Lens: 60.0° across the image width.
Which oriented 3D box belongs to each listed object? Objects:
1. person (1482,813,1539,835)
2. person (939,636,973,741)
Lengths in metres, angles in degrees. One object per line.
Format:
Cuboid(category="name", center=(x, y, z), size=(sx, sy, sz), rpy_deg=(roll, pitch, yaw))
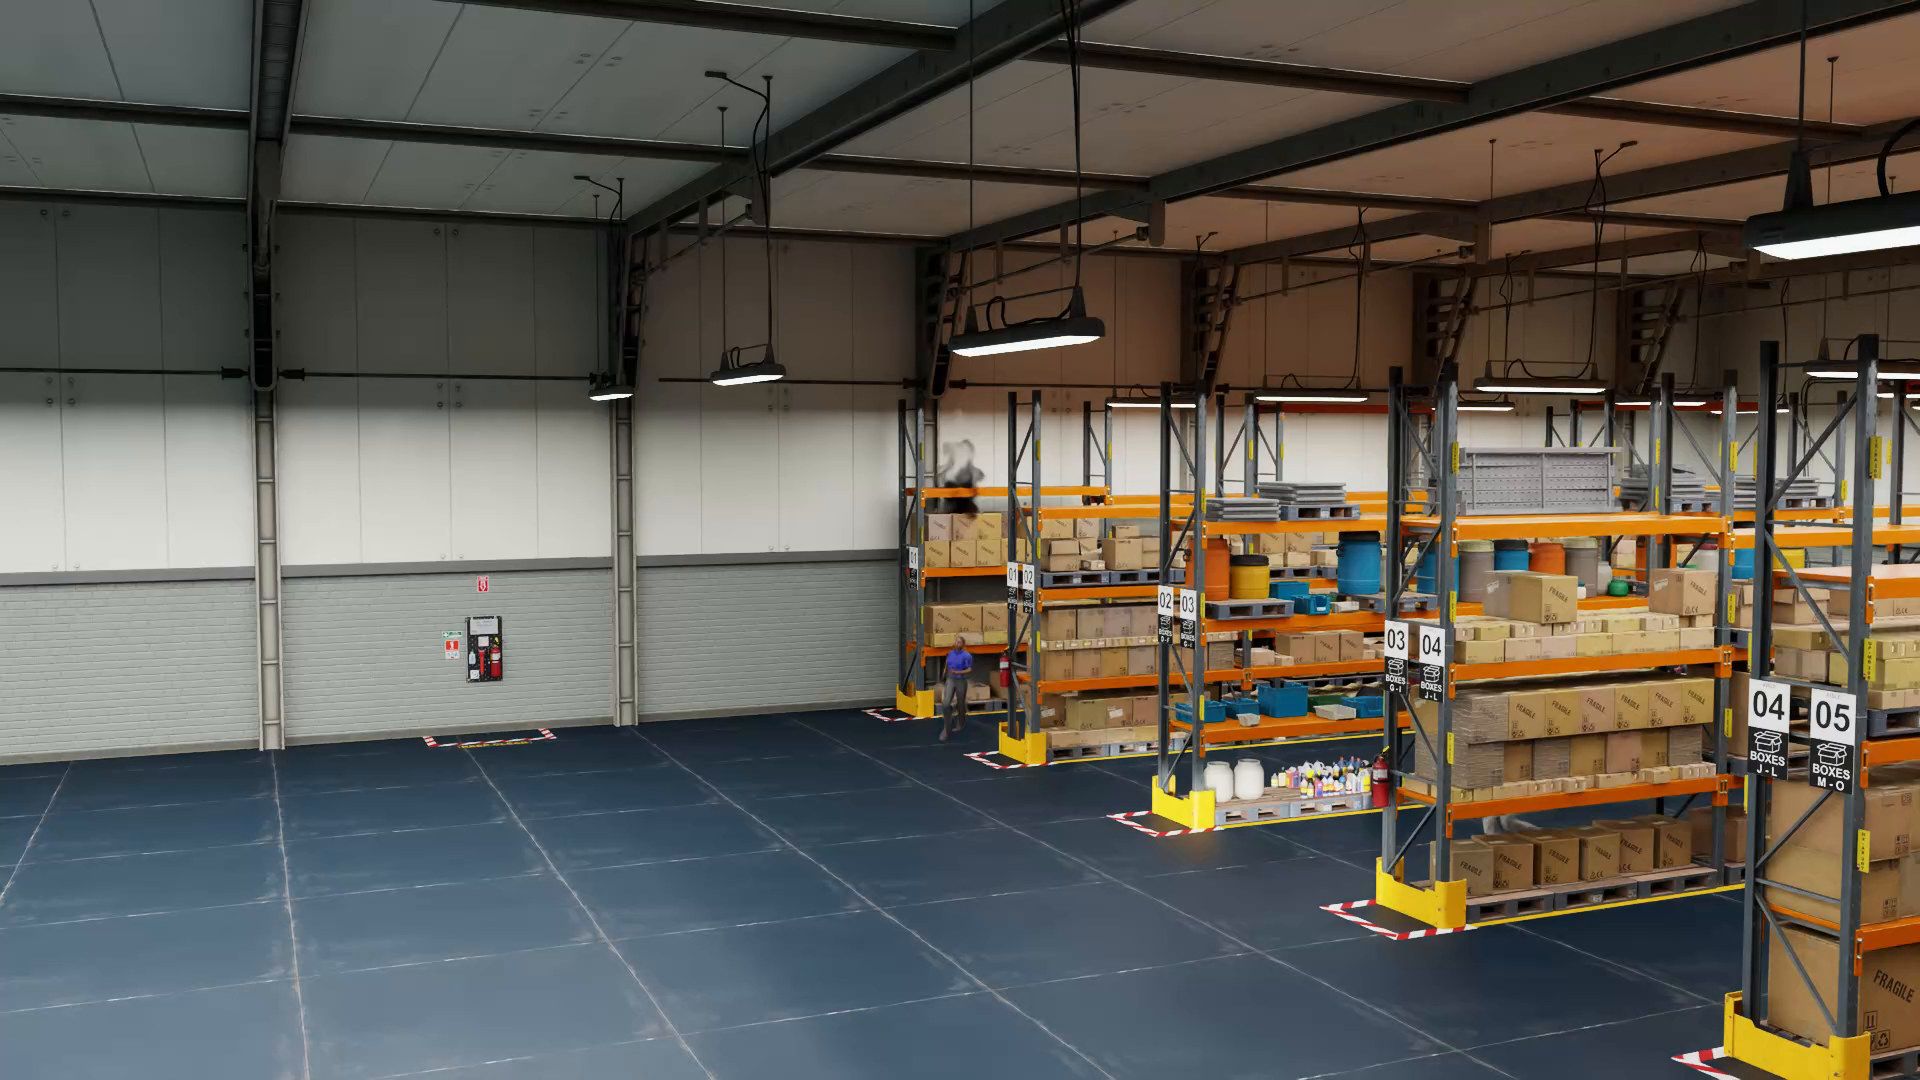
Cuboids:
Cuboid(category="person", center=(6.768, 3.089, 20.556), size=(0.835, 1.736, 0.716), rpy_deg=(-1, 4, -24))
Cuboid(category="person", center=(-0.051, 2.455, 27.725), size=(0.600, 1.730, 0.632), rpy_deg=(1, 4, 20))
